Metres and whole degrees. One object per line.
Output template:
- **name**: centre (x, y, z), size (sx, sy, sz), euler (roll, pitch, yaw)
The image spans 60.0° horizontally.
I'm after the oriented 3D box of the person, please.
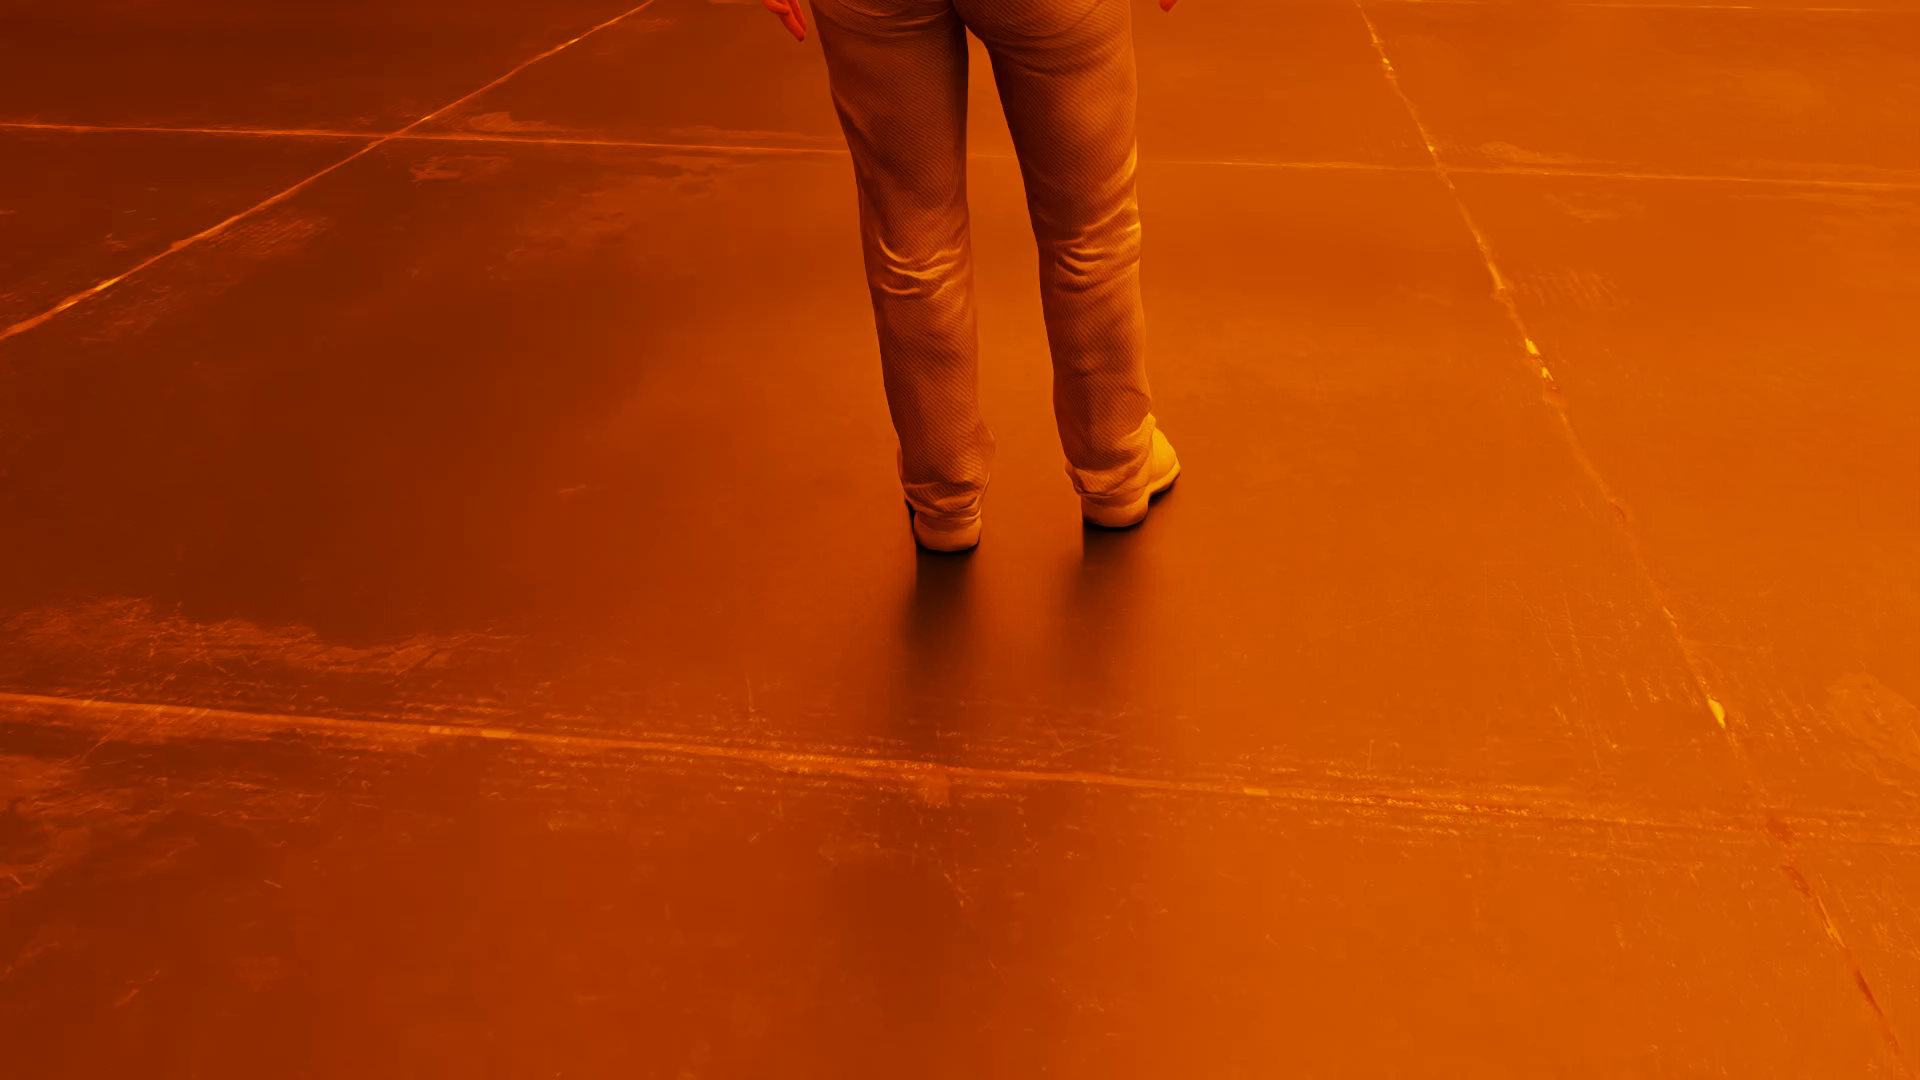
- **person**: centre (0.017, -0.827, 2.154), size (0.632, 1.773, 0.568), euler (3, 27, 7)
